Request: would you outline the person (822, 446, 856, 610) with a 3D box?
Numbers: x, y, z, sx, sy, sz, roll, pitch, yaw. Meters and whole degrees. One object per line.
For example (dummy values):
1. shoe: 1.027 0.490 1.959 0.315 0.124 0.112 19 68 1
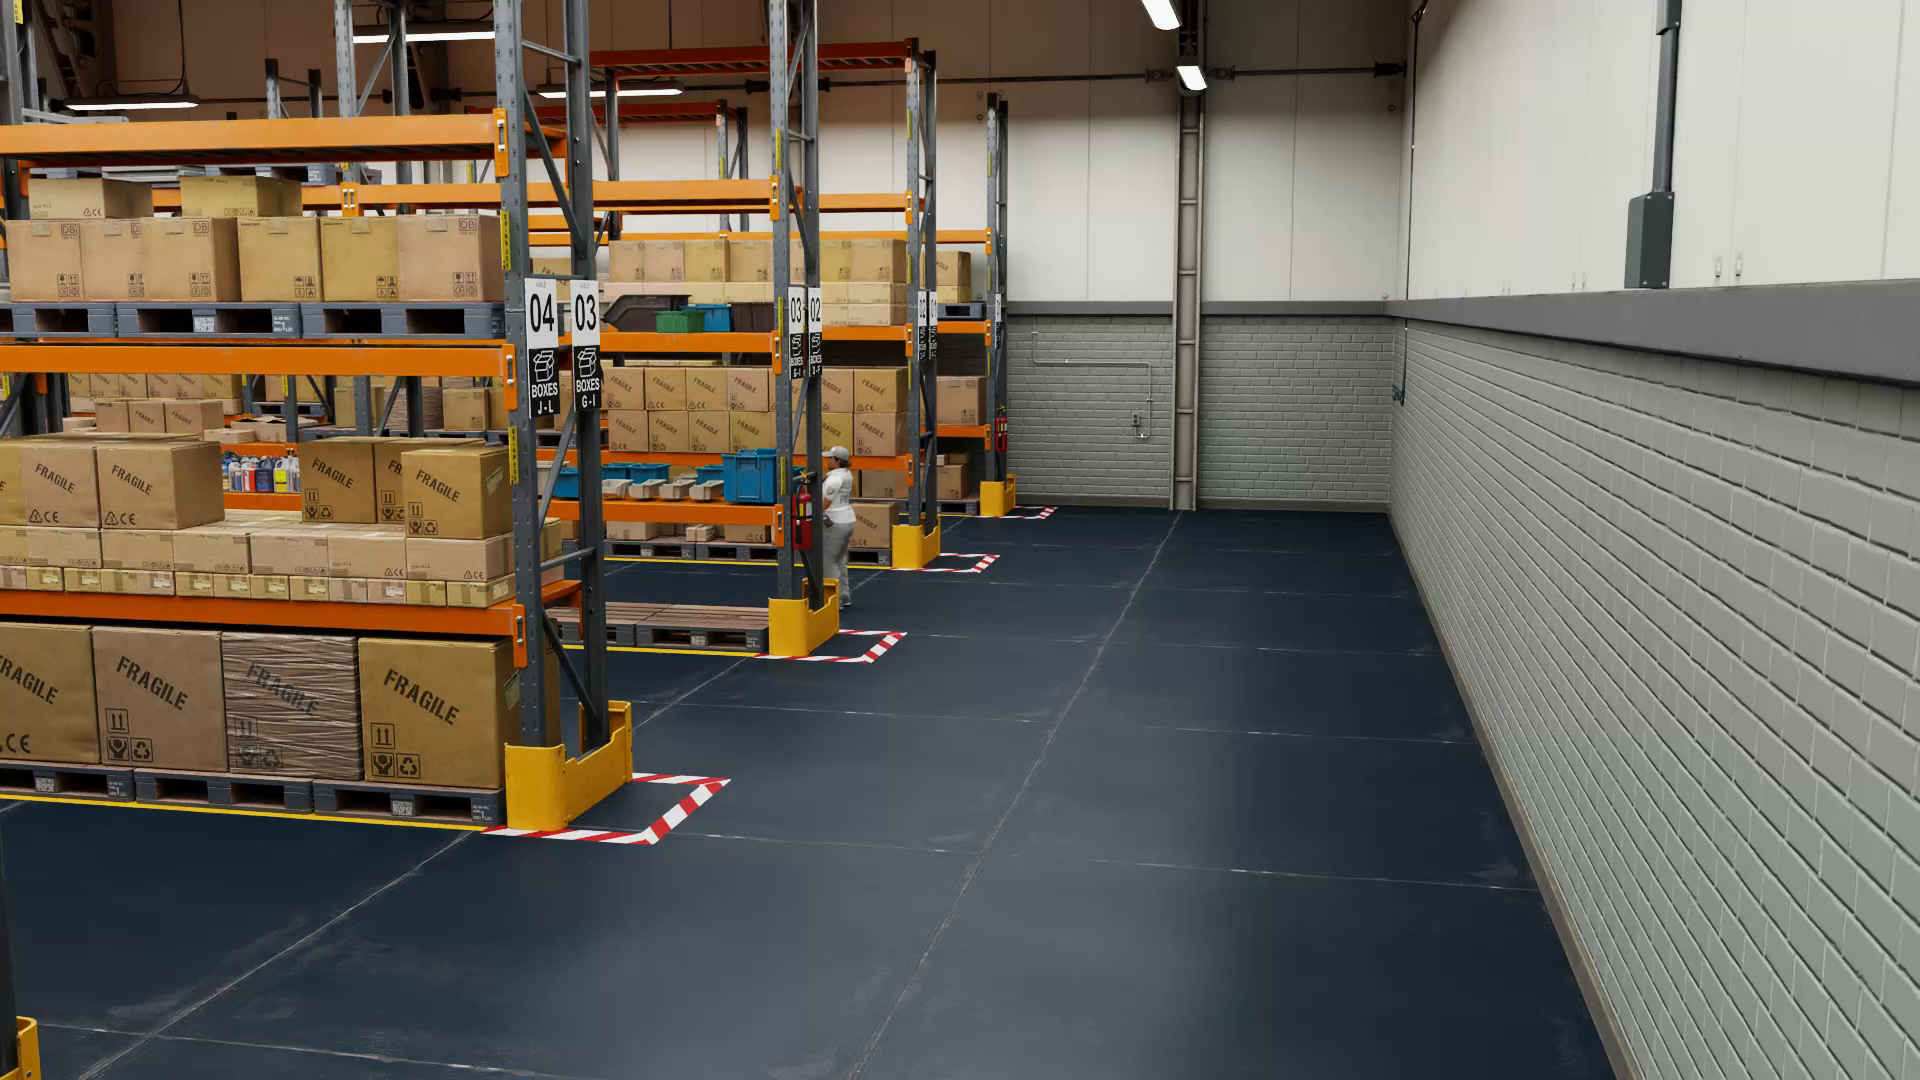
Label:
1. person: -1.327 -0.122 16.742 0.535 1.642 0.453 2 8 11
